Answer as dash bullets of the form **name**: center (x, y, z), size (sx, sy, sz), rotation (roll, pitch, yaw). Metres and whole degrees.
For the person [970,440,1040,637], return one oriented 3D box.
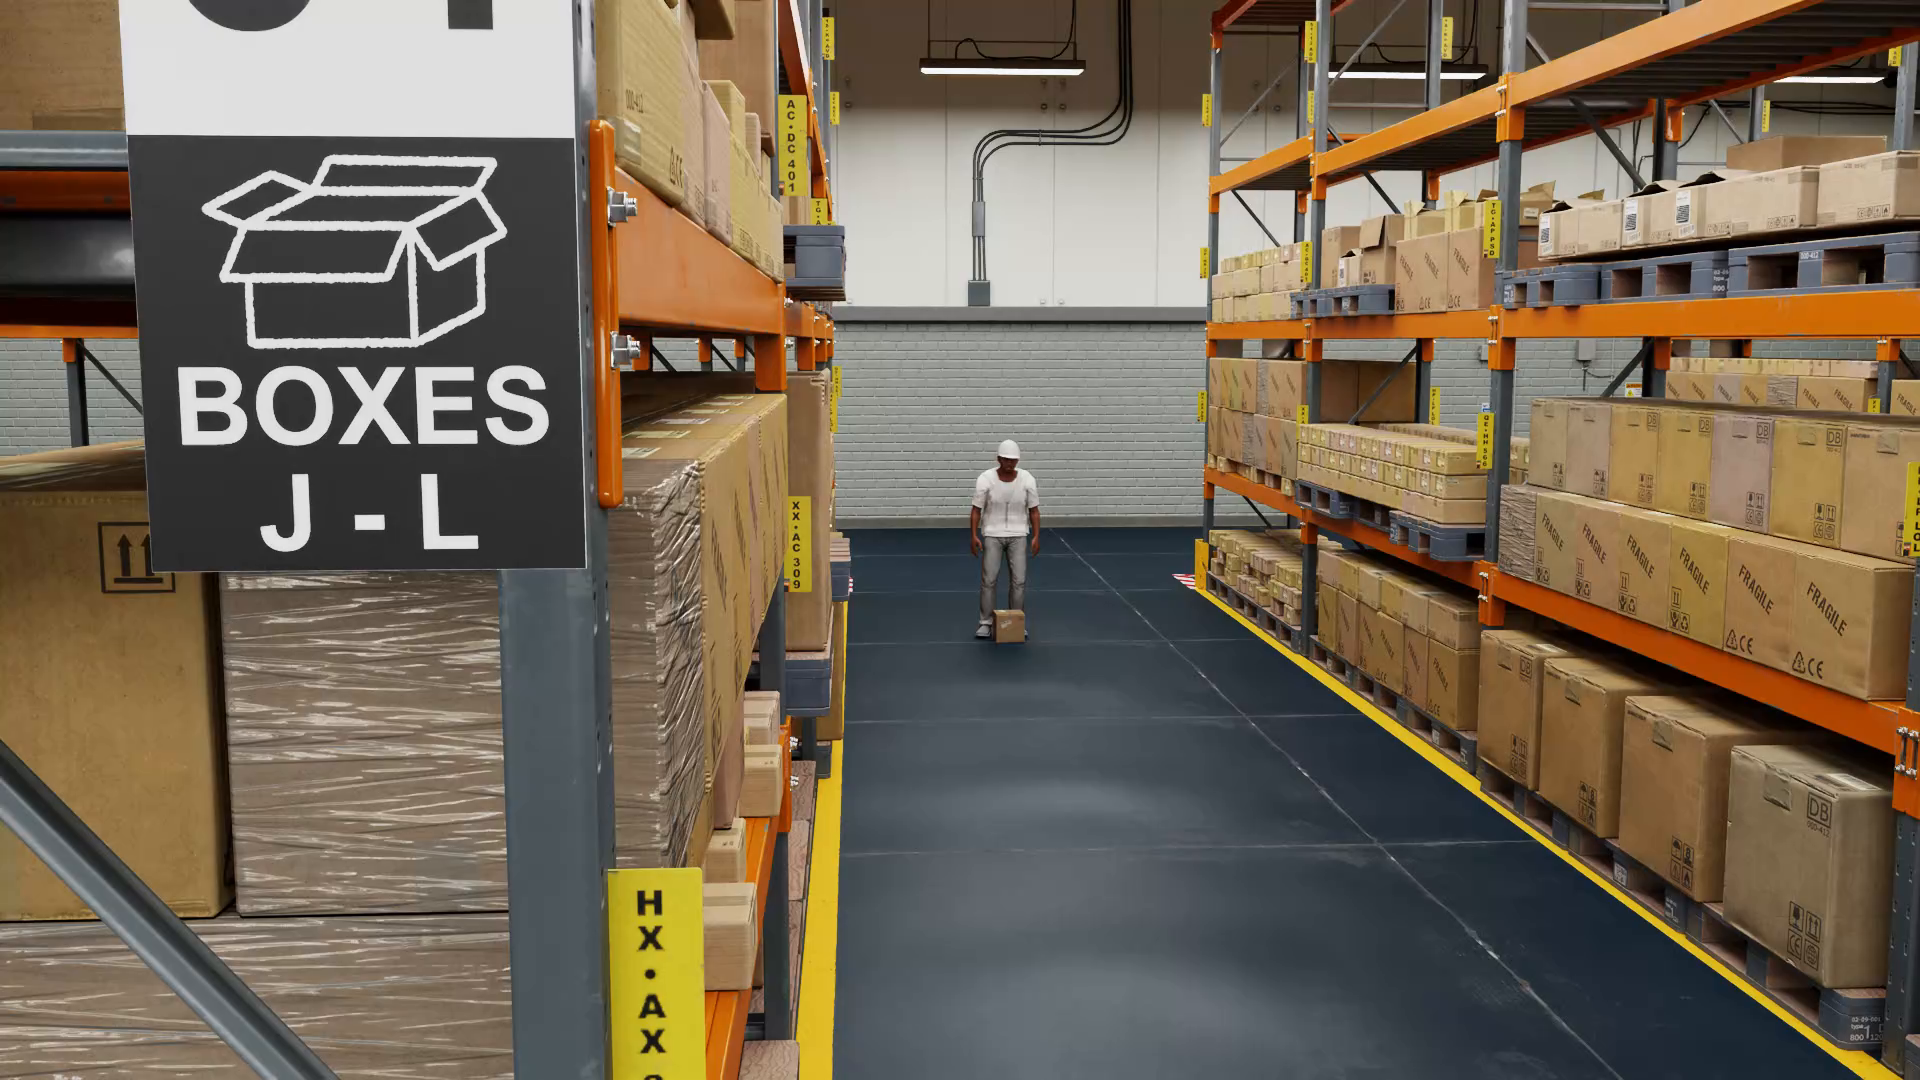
- **person**: center (0.404, -0.016, 14.800), size (0.627, 1.761, 0.461), rotation (0, 7, -4)
